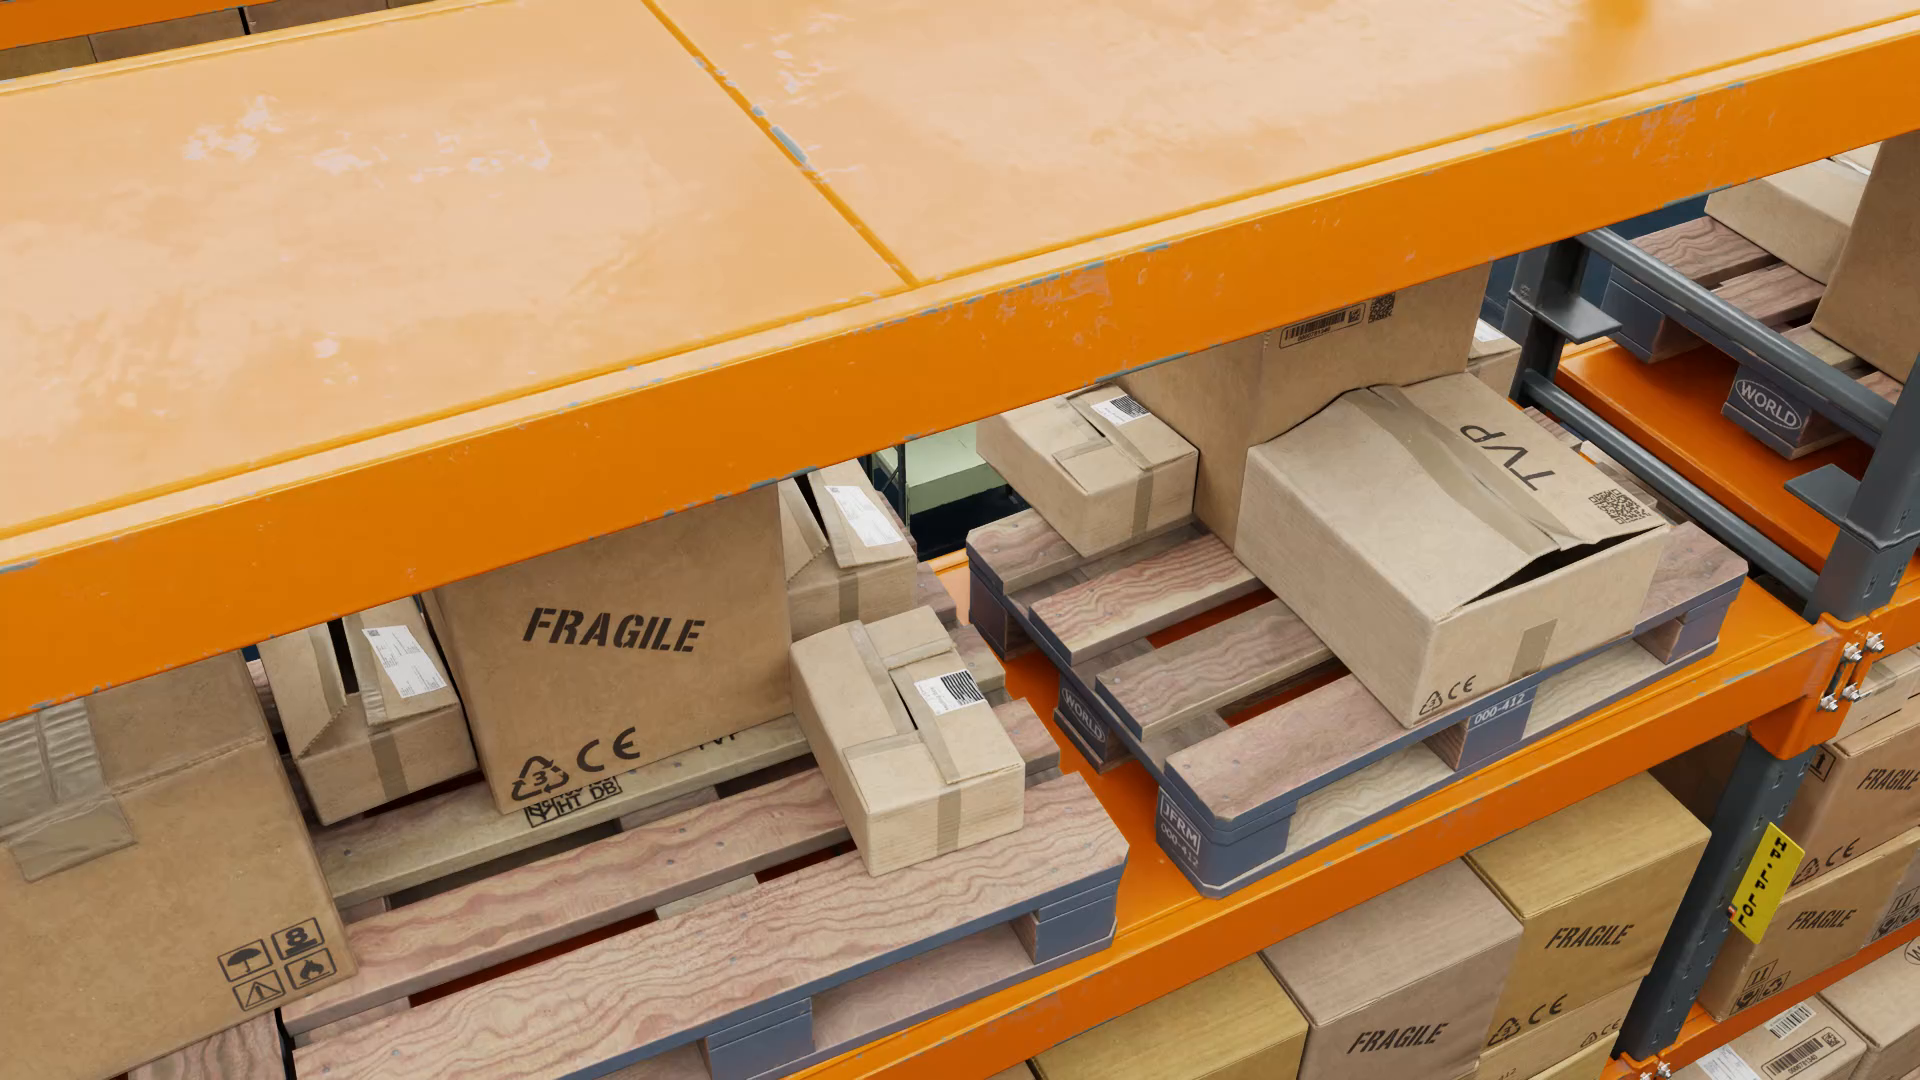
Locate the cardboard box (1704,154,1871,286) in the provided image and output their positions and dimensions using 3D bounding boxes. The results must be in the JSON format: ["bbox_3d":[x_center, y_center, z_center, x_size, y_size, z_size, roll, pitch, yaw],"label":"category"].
[{"bbox_3d":[1.937,-0.801,3.743,0.258,0.266,0.396,-17,43,-19],"label":"cardboard box"}]

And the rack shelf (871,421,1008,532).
[{"bbox_3d":[-0.006,-0.322,7.463,0.720,0.370,0.431,-19,44,-21],"label":"rack shelf"}]

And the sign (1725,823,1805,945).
[{"bbox_3d":[1.777,0.762,3.682,0.005,0.325,0.100,-19,44,-21],"label":"sign"}]

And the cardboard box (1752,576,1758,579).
[{"bbox_3d":[1.809,0.147,4.393,0.500,0.500,0.500,-19,44,-21],"label":"cardboard box"}]

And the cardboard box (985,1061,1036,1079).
[{"bbox_3d":[-0.129,1.185,3.167,0.500,0.500,0.500,-18,43,-20],"label":"cardboard box"}]

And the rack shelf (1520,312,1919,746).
[{"bbox_3d":[3.292,-0.602,4.363,4.000,0.370,1.077,-19,44,-21],"label":"rack shelf"}]

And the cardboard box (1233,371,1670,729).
[{"bbox_3d":[0.833,-0.022,2.866,0.500,0.311,0.500,-19,44,-21],"label":"cardboard box"}]

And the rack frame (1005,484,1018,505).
[{"bbox_3d":[0.319,-0.680,7.381,0.023,1.500,0.400,-19,44,-21],"label":"rack frame"}]

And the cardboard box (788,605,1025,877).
[{"bbox_3d":[-0.090,0.300,2.597,0.250,0.166,0.380,-15,43,-17],"label":"cardboard box"}]

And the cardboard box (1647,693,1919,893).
[{"bbox_3d":[2.052,0.442,4.043,0.500,0.500,0.500,-18,44,-20],"label":"cardboard box"}]

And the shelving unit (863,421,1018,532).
[{"bbox_3d":[-0.006,-0.570,7.252,0.755,1.500,0.431,-19,44,-21],"label":"shelving unit"}]

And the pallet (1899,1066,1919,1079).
[{"bbox_3d":[3.312,1.381,5.944,1.213,0.211,1.003,-19,44,-21],"label":"pallet"}]

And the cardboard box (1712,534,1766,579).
[{"bbox_3d":[1.928,-0.093,4.173,0.250,0.149,0.380,-18,43,-20],"label":"cardboard box"}]

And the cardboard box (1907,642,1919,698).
[{"bbox_3d":[2.138,0.167,3.867,0.250,0.149,0.380,-18,43,-20],"label":"cardboard box"}]

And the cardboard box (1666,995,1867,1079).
[{"bbox_3d":[2.125,1.557,5.236,0.875,0.438,0.875,-19,44,-21],"label":"cardboard box"}]

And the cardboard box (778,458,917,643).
[{"bbox_3d":[-0.264,-0.044,2.926,0.258,0.266,0.396,-15,43,-17],"label":"cardboard box"}]

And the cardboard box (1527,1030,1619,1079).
[{"bbox_3d":[1.237,1.201,4.115,0.500,0.250,0.500,-20,44,-22],"label":"cardboard box"}]

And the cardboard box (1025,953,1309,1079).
[{"bbox_3d":[0.324,1.022,3.359,0.500,0.500,0.500,-17,43,-19],"label":"cardboard box"}]

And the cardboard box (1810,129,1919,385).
[{"bbox_3d":[2.137,-0.571,3.291,0.500,0.500,0.500,-18,43,-20],"label":"cardboard box"}]

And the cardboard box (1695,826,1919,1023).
[{"bbox_3d":[2.055,0.837,4.351,0.500,0.500,0.500,-17,43,-19],"label":"cardboard box"}]

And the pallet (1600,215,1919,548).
[{"bbox_3d":[2.249,-0.484,3.736,1.213,0.211,1.003,-19,44,-21],"label":"pallet"}]

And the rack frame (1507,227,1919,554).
[{"bbox_3d":[1.518,-1.424,2.457,0.127,3.000,1.000,-19,44,-21],"label":"rack frame"}]

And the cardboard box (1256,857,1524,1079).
[{"bbox_3d":[0.782,0.881,3.525,0.500,0.500,0.500,-18,43,-20],"label":"cardboard box"}]

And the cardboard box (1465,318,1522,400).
[{"bbox_3d":[0.913,-0.440,3.394,0.258,0.266,0.396,-19,44,-21],"label":"cardboard box"}]

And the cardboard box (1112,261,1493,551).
[{"bbox_3d":[0.602,-0.381,3.143,0.500,0.500,0.500,-19,44,-21],"label":"cardboard box"}]

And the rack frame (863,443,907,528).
[{"bbox_3d":[-0.331,-0.461,7.123,0.023,1.500,0.400,-19,44,-21],"label":"rack frame"}]

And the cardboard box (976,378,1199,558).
[{"bbox_3d":[0.234,-0.174,3.156,0.250,0.166,0.380,-22,45,-23],"label":"cardboard box"}]

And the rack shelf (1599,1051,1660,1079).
[{"bbox_3d":[-0.256,1.737,3.922,4.000,0.370,1.077,-19,44,-21],"label":"rack shelf"}]

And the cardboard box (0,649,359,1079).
[{"bbox_3d":[-1.239,0.312,2.325,0.500,0.500,0.700,-21,44,-23],"label":"cardboard box"}]

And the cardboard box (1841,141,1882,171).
[{"bbox_3d":[2.171,-0.835,3.874,0.250,0.149,0.380,-18,43,-20],"label":"cardboard box"}]

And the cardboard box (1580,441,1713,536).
[{"bbox_3d":[1.644,-0.076,4.154,0.250,0.149,0.380,-19,44,-21],"label":"cardboard box"}]

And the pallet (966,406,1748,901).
[{"bbox_3d":[0.728,0.095,3.131,1.217,0.209,0.805,-20,44,-22],"label":"pallet"}]

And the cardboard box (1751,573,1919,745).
[{"bbox_3d":[1.918,0.253,3.766,0.250,0.149,0.380,-19,44,-21],"label":"cardboard box"}]

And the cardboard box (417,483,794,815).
[{"bbox_3d":[-0.600,0.024,2.665,0.500,0.500,0.500,-18,44,-20],"label":"cardboard box"}]

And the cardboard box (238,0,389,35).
[{"bbox_3d":[-4.410,-3.693,11.099,0.875,0.875,1.225,-20,44,-22],"label":"cardboard box"}]

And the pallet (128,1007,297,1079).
[{"bbox_3d":[-1.483,0.764,2.339,1.003,0.211,1.213,-17,43,-19],"label":"pallet"}]

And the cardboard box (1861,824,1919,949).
[{"bbox_3d":[2.503,0.689,4.525,0.500,0.500,0.500,-18,44,-20],"label":"cardboard box"}]

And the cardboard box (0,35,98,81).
[{"bbox_3d":[-5.986,-3.163,10.473,0.875,0.875,1.225,-21,44,-23],"label":"cardboard box"}]

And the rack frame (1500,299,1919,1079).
[{"bbox_3d":[1.518,0.865,4.395,0.127,3.000,1.000,-19,44,-21],"label":"rack frame"}]

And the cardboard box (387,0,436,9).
[{"bbox_3d":[-3.618,-3.960,11.415,0.875,0.875,1.225,-18,44,-21],"label":"cardboard box"}]

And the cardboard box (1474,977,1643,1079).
[{"bbox_3d":[1.239,1.003,3.962,0.500,0.250,0.500,-19,44,-21],"label":"cardboard box"}]

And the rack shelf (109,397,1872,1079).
[{"bbox_3d":[-0.256,0.592,2.953,4.000,0.370,1.077,-19,44,-21],"label":"rack shelf"}]

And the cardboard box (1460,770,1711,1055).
[{"bbox_3d":[1.238,0.723,3.712,0.500,0.500,0.500,-17,43,-19],"label":"cardboard box"}]

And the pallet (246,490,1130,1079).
[{"bbox_3d":[-0.493,0.428,2.736,1.213,0.211,1.003,-17,43,-19],"label":"pallet"}]

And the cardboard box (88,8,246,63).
[{"bbox_3d":[-5.191,-3.424,10.782,0.875,0.875,1.225,-18,44,-21],"label":"cardboard box"}]

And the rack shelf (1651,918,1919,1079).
[{"bbox_3d":[3.292,0.543,5.332,4.000,0.370,1.077,-19,44,-21],"label":"rack shelf"}]

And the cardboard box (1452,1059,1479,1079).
[{"bbox_3d":[0.800,1.156,3.781,0.500,0.250,0.500,-18,43,-20],"label":"cardboard box"}]

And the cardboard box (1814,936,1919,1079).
[{"bbox_3d":[2.918,1.290,5.552,0.875,0.438,0.875,-20,44,-22],"label":"cardboard box"}]

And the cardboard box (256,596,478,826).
[{"bbox_3d":[-0.970,0.194,2.646,0.258,0.266,0.396,-20,44,-22],"label":"cardboard box"}]
